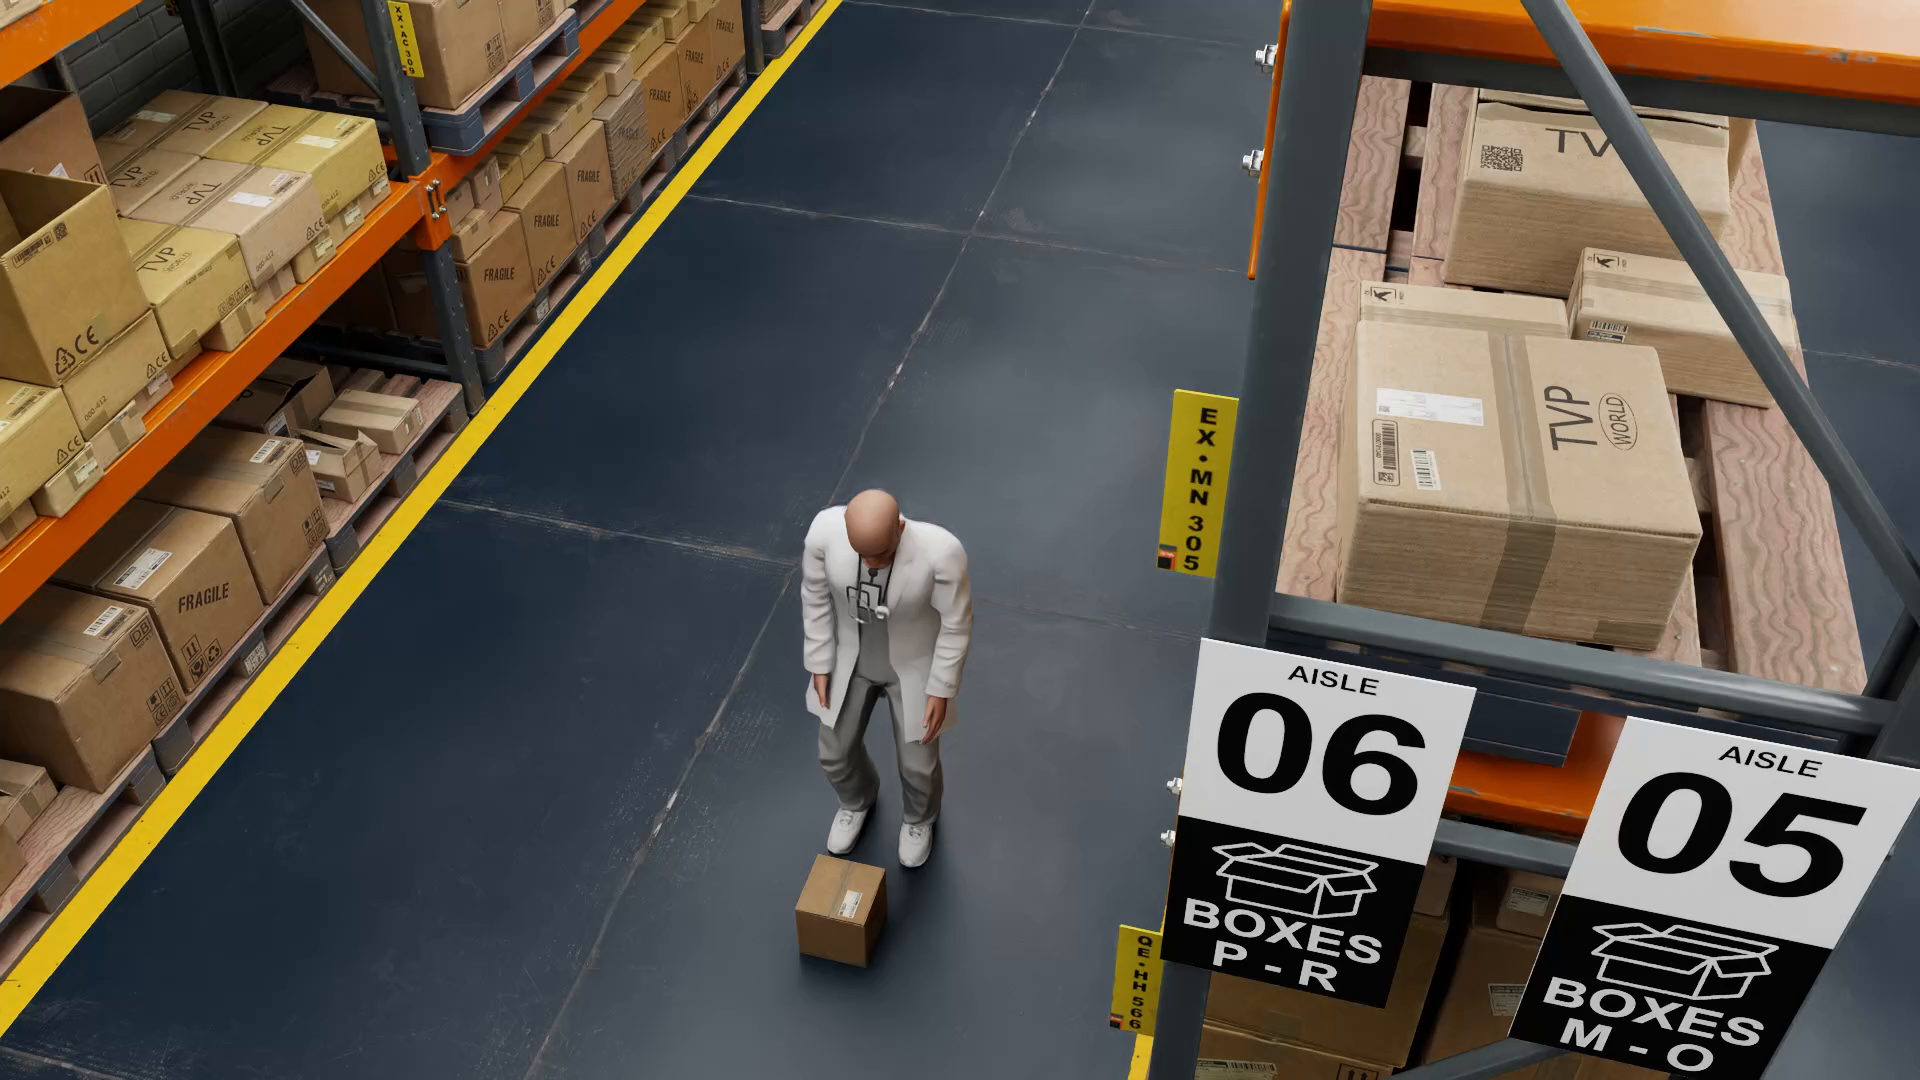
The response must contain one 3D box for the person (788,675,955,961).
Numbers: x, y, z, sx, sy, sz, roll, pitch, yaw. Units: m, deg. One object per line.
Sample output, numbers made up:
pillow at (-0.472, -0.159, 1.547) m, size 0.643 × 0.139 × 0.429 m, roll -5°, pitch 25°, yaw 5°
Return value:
person at (-0.317, 0.923, 5.940) m, size 0.580 × 0.855 × 0.914 m, roll 10°, pitch 41°, yaw 11°
